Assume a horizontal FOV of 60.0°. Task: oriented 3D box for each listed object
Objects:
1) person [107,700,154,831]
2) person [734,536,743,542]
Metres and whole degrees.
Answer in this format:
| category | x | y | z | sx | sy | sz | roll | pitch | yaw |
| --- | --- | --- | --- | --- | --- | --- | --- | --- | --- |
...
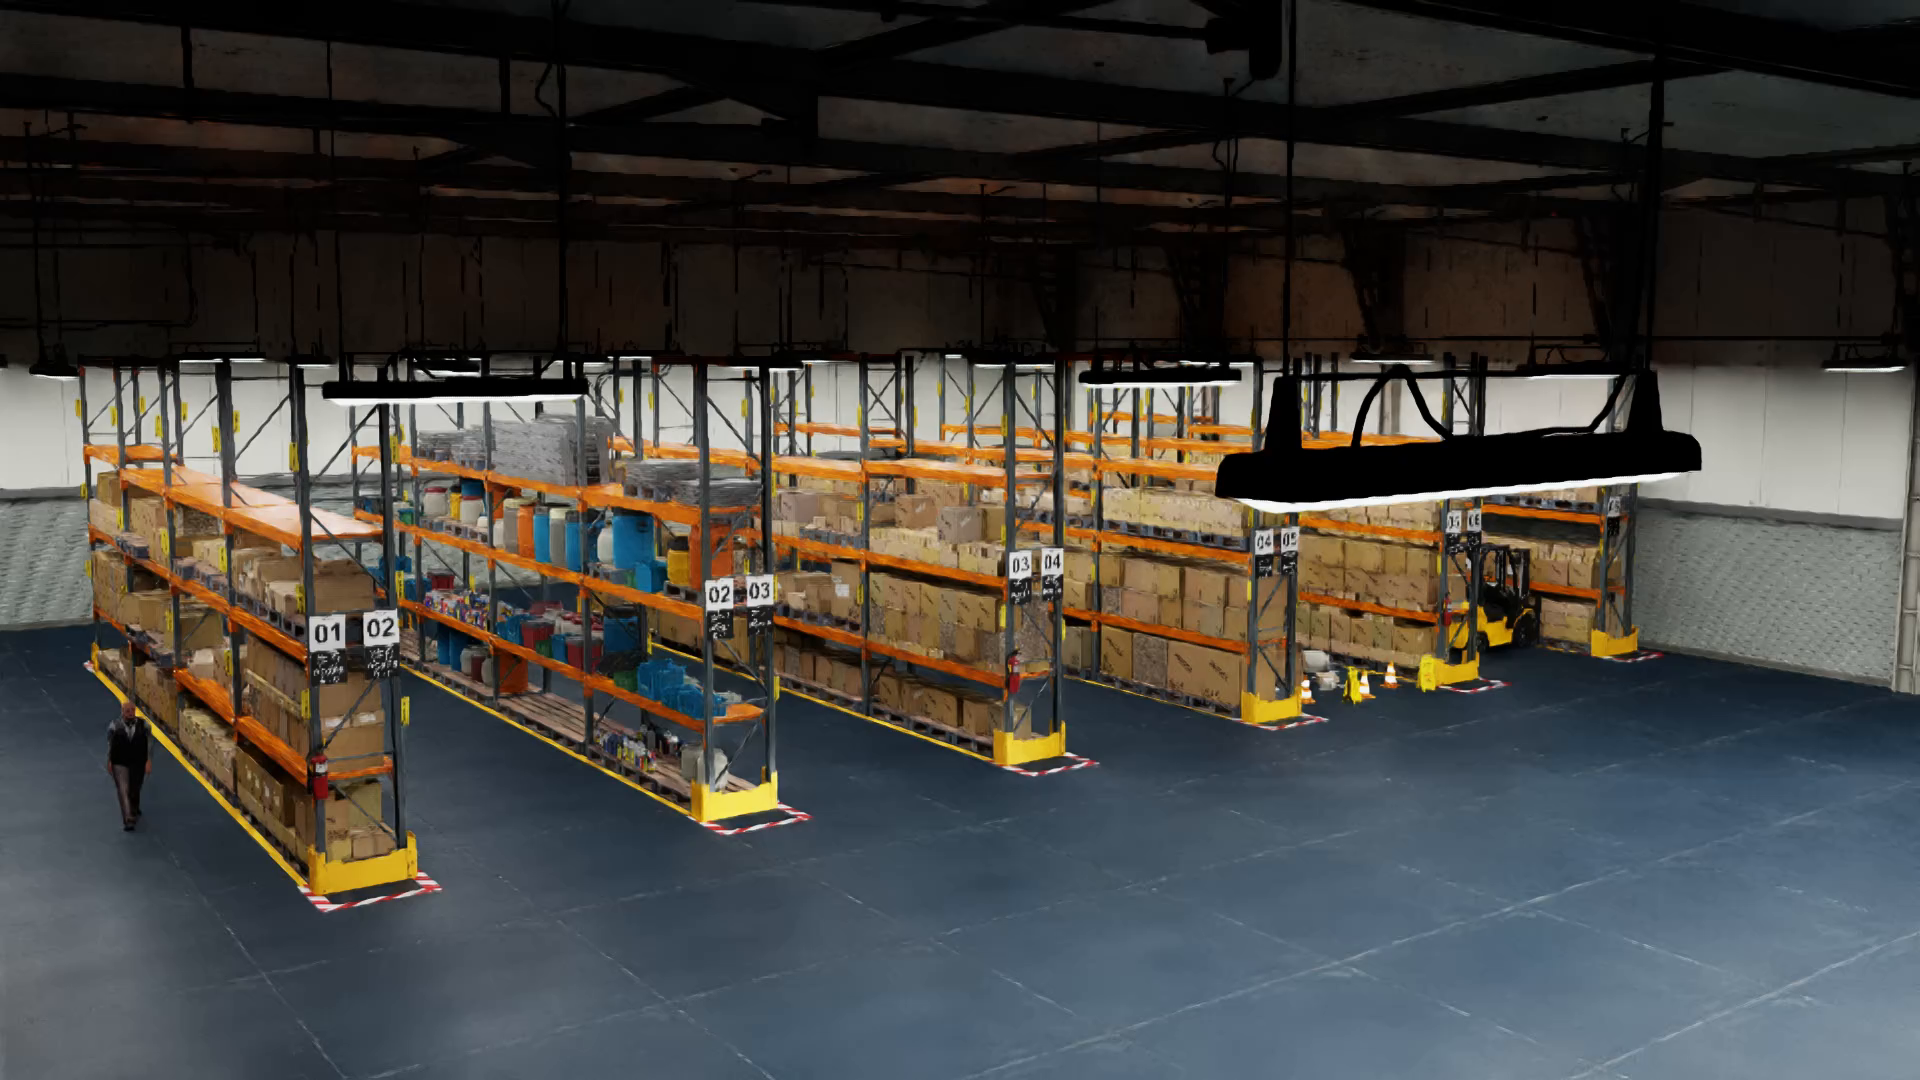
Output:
| category | x | y | z | sx | sy | sz | roll | pitch | yaw |
| --- | --- | --- | --- | --- | --- | --- | --- | --- | --- |
| person | -10.776 | 2.886 | 21.641 | 0.543 | 1.649 | 1.119 | -5 | 9 | -37 |
| person | -5.375 | 0.689 | 39.972 | 0.639 | 1.628 | 0.506 | -5 | 8 | -35 |
